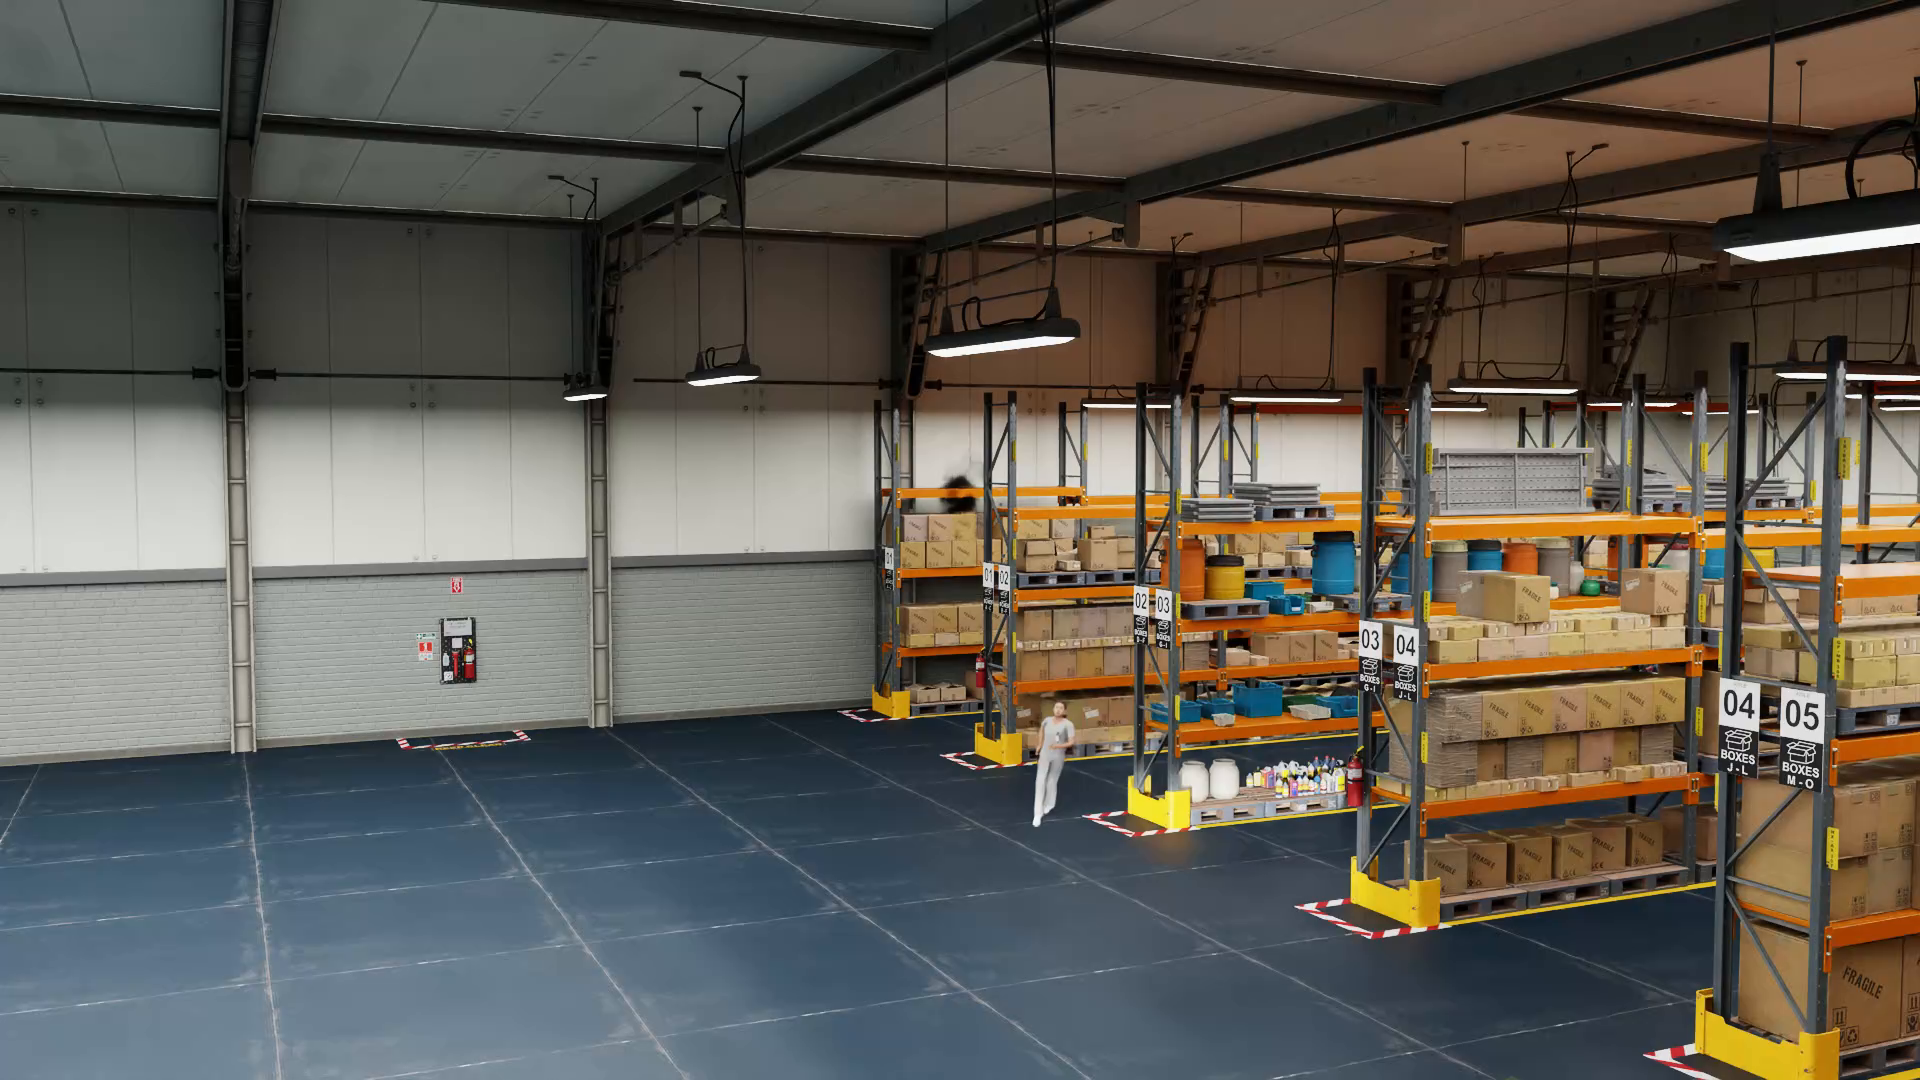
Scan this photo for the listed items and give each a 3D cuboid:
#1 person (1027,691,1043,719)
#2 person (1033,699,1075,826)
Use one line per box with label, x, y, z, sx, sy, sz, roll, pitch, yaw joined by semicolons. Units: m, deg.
person;1.303;2.635;29.146;0.816;1.717;0.663;-2;4;-32
person;1.284;3.002;22.689;0.575;1.664;0.865;1;3;16
